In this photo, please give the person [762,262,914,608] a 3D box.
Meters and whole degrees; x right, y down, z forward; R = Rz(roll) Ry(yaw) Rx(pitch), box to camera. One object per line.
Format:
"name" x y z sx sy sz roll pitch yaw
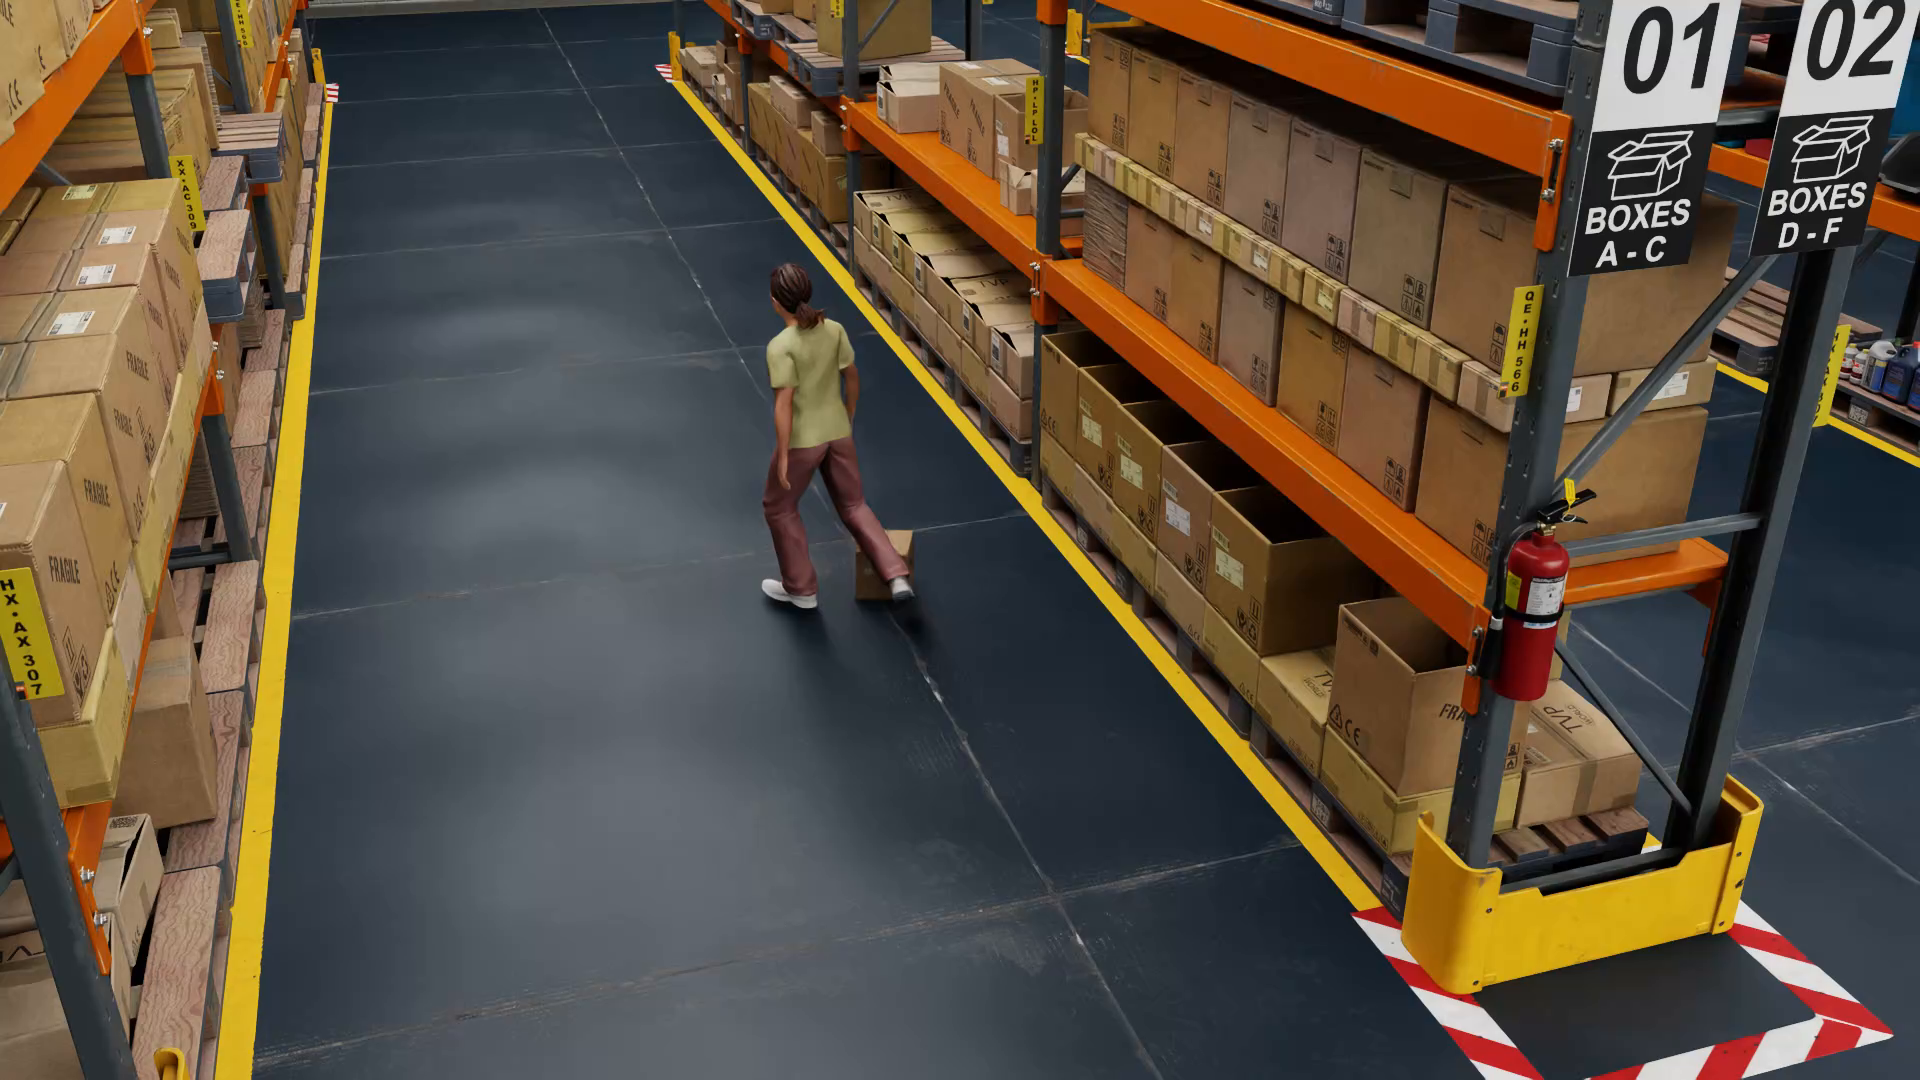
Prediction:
"person" -0.567 -0.402 7.427 0.527 1.633 0.759 -21 33 -36
